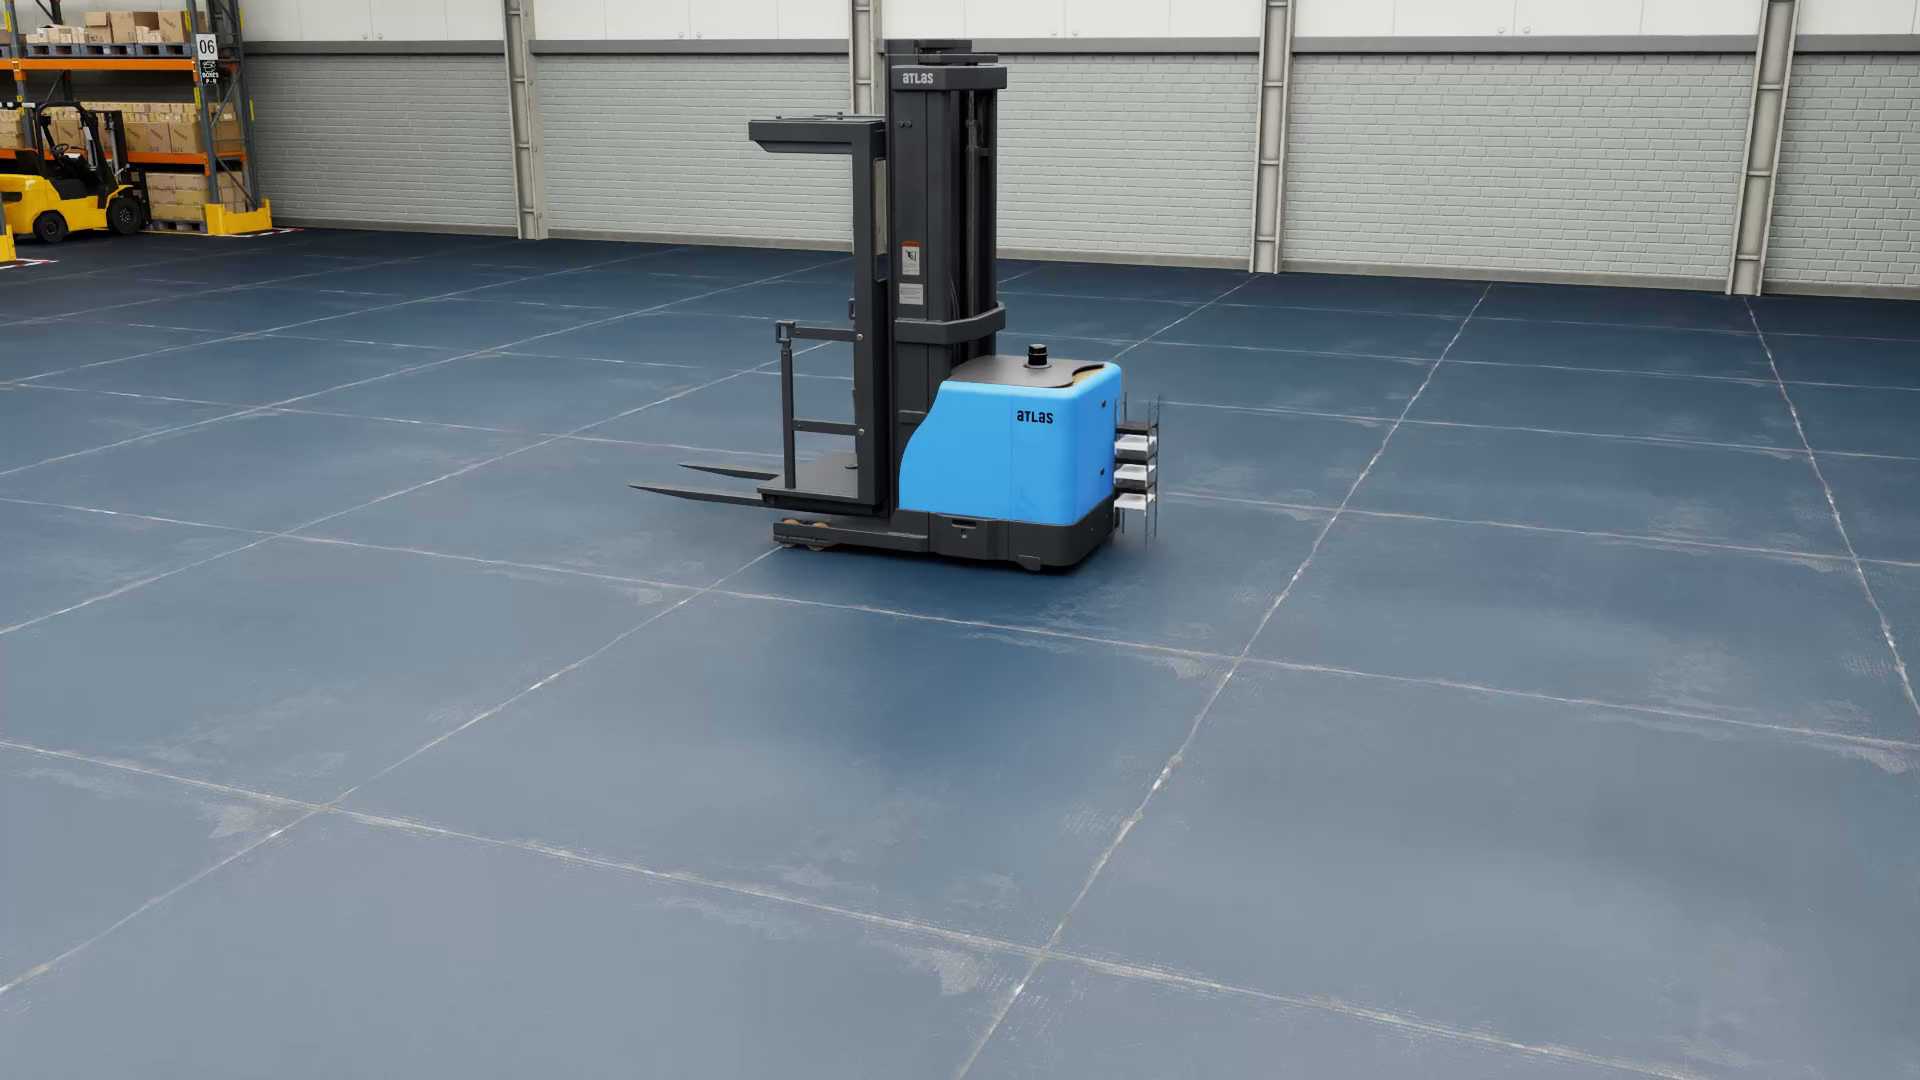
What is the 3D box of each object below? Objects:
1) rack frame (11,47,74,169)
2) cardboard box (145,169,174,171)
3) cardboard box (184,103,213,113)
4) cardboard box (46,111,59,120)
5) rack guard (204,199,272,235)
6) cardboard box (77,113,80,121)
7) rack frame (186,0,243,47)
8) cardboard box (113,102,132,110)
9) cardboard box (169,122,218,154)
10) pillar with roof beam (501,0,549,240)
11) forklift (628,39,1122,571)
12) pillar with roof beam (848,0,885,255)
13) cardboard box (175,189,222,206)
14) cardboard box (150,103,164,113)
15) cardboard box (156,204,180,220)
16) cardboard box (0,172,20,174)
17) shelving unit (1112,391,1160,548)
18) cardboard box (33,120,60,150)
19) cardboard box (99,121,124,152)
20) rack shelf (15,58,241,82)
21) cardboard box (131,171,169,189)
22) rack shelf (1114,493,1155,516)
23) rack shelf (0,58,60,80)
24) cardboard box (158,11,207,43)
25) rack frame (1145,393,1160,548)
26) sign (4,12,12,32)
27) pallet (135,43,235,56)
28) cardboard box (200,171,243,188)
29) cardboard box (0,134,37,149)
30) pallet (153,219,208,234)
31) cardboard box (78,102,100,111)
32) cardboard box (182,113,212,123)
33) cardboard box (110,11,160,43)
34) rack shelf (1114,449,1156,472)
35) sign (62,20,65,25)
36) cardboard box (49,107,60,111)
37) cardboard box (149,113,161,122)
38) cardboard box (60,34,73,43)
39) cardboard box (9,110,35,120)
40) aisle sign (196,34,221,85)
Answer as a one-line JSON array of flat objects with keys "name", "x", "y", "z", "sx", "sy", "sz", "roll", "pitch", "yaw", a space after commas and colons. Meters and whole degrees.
[{"name": "rack frame", "x": -15.940, "y": -7.085, "z": 29.197, "sx": 0.127, "sy": 3.000, "sz": 1.000, "roll": 6, "pitch": 17, "yaw": 21}, {"name": "cardboard box", "x": -13.998, "y": -6.293, "z": 28.857, "sx": 0.500, "sy": 0.250, "sz": 0.500, "roll": 6, "pitch": 17, "yaw": 20}, {"name": "cardboard box", "x": -12.629, "y": -7.160, "z": 27.579, "sx": 0.250, "sy": 0.149, "sz": 0.380, "roll": 6, "pitch": 17, "yaw": 21}, {"name": "cardboard box", "x": -15.498, "y": -7.317, "z": 28.655, "sx": 0.250, "sy": 0.149, "sz": 0.380, "roll": 7, "pitch": 17, "yaw": 22}, {"name": "rack guard", "x": -12.196, "y": -5.472, "z": 28.127, "sx": 0.348, "sy": 0.500, "sz": 1.175, "roll": 6, "pitch": 17, "yaw": 21}, {"name": "cardboard box", "x": -14.800, "y": -7.226, "z": 28.341, "sx": 0.250, "sy": 0.149, "sz": 0.380, "roll": 6, "pitch": 17, "yaw": 20}, {"name": "rack frame", "x": -12.219, "y": -9.556, "z": 26.951, "sx": 0.127, "sy": 3.000, "sz": 1.000, "roll": 6, "pitch": 17, "yaw": 21}, {"name": "cardboard box", "x": -14.058, "y": -7.315, "z": 28.115, "sx": 0.250, "sy": 0.149, "sz": 0.380, "roll": 7, "pitch": 17, "yaw": 21}, {"name": "cardboard box", "x": -12.773, "y": -6.706, "z": 27.712, "sx": 0.500, "sy": 0.500, "sz": 0.500, "roll": 6, "pitch": 17, "yaw": 19}, {"name": "pillar with roof beam", "x": -8.534, "y": -8.131, "z": 22.041, "sx": 0.400, "sy": 9.000, "sz": 9.100, "roll": 6, "pitch": 17, "yaw": 21}, {"name": "forklift", "x": -0.585, "y": -1.473, "z": 9.989, "sx": 3.031, "sy": 2.935, "sz": 1.130, "roll": 6, "pitch": 17, "yaw": 21}, {"name": "pillar with roof beam", "x": -2.952, "y": -7.517, "z": 19.927, "sx": 0.400, "sy": 9.000, "sz": 9.100, "roll": 6, "pitch": 17, "yaw": 21}, {"name": "cardboard box", "x": -12.786, "y": -5.765, "z": 27.935, "sx": 0.500, "sy": 0.250, "sz": 0.500, "roll": 6, "pitch": 17, "yaw": 20}, {"name": "cardboard box", "x": -13.328, "y": -7.241, "z": 27.861, "sx": 0.250, "sy": 0.149, "sz": 0.380, "roll": 6, "pitch": 17, "yaw": 21}, {"name": "cardboard box", "x": -13.231, "y": -5.576, "z": 28.179, "sx": 0.500, "sy": 0.250, "sz": 0.500, "roll": 6, "pitch": 17, "yaw": 21}, {"name": "cardboard box", "x": -17.148, "y": -6.278, "z": 29.923, "sx": 0.625, "sy": 0.625, "sz": 0.875, "roll": 6, "pitch": 17, "yaw": 20}, {"name": "shelving unit", "x": 1.061, "y": -0.427, "z": 10.027, "sx": 0.210, "sy": 0.900, "sz": 0.258, "roll": 6, "pitch": 17, "yaw": 21}, {"name": "cardboard box", "x": -15.623, "y": -7.019, "z": 28.793, "sx": 0.500, "sy": 0.500, "sz": 0.500, "roll": 6, "pitch": 17, "yaw": 19}, {"name": "cardboard box", "x": -14.200, "y": -6.862, "z": 28.251, "sx": 0.500, "sy": 0.500, "sz": 0.500, "roll": 6, "pitch": 17, "yaw": 21}, {"name": "rack shelf", "x": -14.079, "y": -7.975, "z": 28.174, "sx": 4.000, "sy": 0.370, "sz": 1.077, "roll": 6, "pitch": 17, "yaw": 21}, {"name": "cardboard box", "x": -13.712, "y": -6.103, "z": 28.200, "sx": 0.500, "sy": 0.250, "sz": 0.500, "roll": 7, "pitch": 17, "yaw": 21}, {"name": "rack shelf", "x": 1.063, "y": -0.222, "z": 10.086, "sx": 0.200, "sy": 0.077, "sz": 0.258, "roll": 6, "pitch": 17, "yaw": 21}, {"name": "rack shelf", "x": -17.800, "y": -8.384, "z": 29.584, "sx": 4.000, "sy": 0.370, "sz": 1.077, "roll": 6, "pitch": 17, "yaw": 21}, {"name": "cardboard box", "x": -12.720, "y": -8.396, "z": 27.221, "sx": 0.500, "sy": 0.500, "sz": 0.500, "roll": 7, "pitch": 18, "yaw": 22}, {"name": "rack frame", "x": 1.156, "y": -0.418, "z": 9.992, "sx": 0.006, "sy": 0.900, "sz": 0.240, "roll": 6, "pitch": 17, "yaw": 21}, {"name": "sign", "x": -16.130, "y": -8.783, "z": 28.174, "sx": 0.005, "sy": 0.325, "sz": 0.100, "roll": 6, "pitch": 17, "yaw": 21}, {"name": "pallet", "x": -12.867, "y": -8.152, "z": 27.654, "sx": 1.213, "sy": 0.211, "sz": 1.003, "roll": 6, "pitch": 17, "yaw": 21}, {"name": "cardboard box", "x": -12.596, "y": -6.135, "z": 28.311, "sx": 0.500, "sy": 0.250, "sz": 0.500, "roll": 6, "pitch": 17, "yaw": 20}, {"name": "cardboard box", "x": -16.504, "y": -6.996, "z": 29.162, "sx": 0.500, "sy": 0.250, "sz": 0.500, "roll": 7, "pitch": 17, "yaw": 22}, {"name": "pallet", "x": -12.945, "y": -5.404, "z": 28.408, "sx": 1.213, "sy": 0.211, "sz": 1.003, "roll": 6, "pitch": 17, "yaw": 21}, {"name": "cardboard box", "x": -14.782, "y": -7.378, "z": 28.331, "sx": 0.250, "sy": 0.149, "sz": 0.380, "roll": 6, "pitch": 17, "yaw": 20}, {"name": "cardboard box", "x": -12.644, "y": -6.998, "z": 27.555, "sx": 0.250, "sy": 0.149, "sz": 0.380, "roll": 7, "pitch": 17, "yaw": 21}, {"name": "cardboard box", "x": -13.636, "y": -8.526, "z": 27.671, "sx": 0.500, "sy": 0.500, "sz": 0.700, "roll": 6, "pitch": 17, "yaw": 21}, {"name": "rack shelf", "x": 1.061, "y": -0.482, "z": 10.012, "sx": 0.200, "sy": 0.077, "sz": 0.258, "roll": 6, "pitch": 17, "yaw": 21}, {"name": "sign", "x": -15.737, "y": -8.955, "z": 29.192, "sx": 0.005, "sy": 0.325, "sz": 0.100, "roll": 6, "pitch": 17, "yaw": 21}, {"name": "cardboard box", "x": -15.469, "y": -7.479, "z": 28.678, "sx": 0.250, "sy": 0.149, "sz": 0.380, "roll": 7, "pitch": 17, "yaw": 21}, {"name": "cardboard box", "x": -13.338, "y": -7.087, "z": 27.862, "sx": 0.250, "sy": 0.149, "sz": 0.380, "roll": 6, "pitch": 17, "yaw": 20}, {"name": "cardboard box", "x": -14.919, "y": -8.451, "z": 28.041, "sx": 0.250, "sy": 0.149, "sz": 0.380, "roll": 7, "pitch": 18, "yaw": 22}, {"name": "cardboard box", "x": -16.339, "y": -7.421, "z": 29.014, "sx": 0.250, "sy": 0.149, "sz": 0.380, "roll": 7, "pitch": 18, "yaw": 23}, {"name": "aisle sign", "x": -12.265, "y": -7.841, "z": 27.139, "sx": 0.004, "sy": 0.787, "sz": 0.394, "roll": 6, "pitch": 17, "yaw": 21}]
